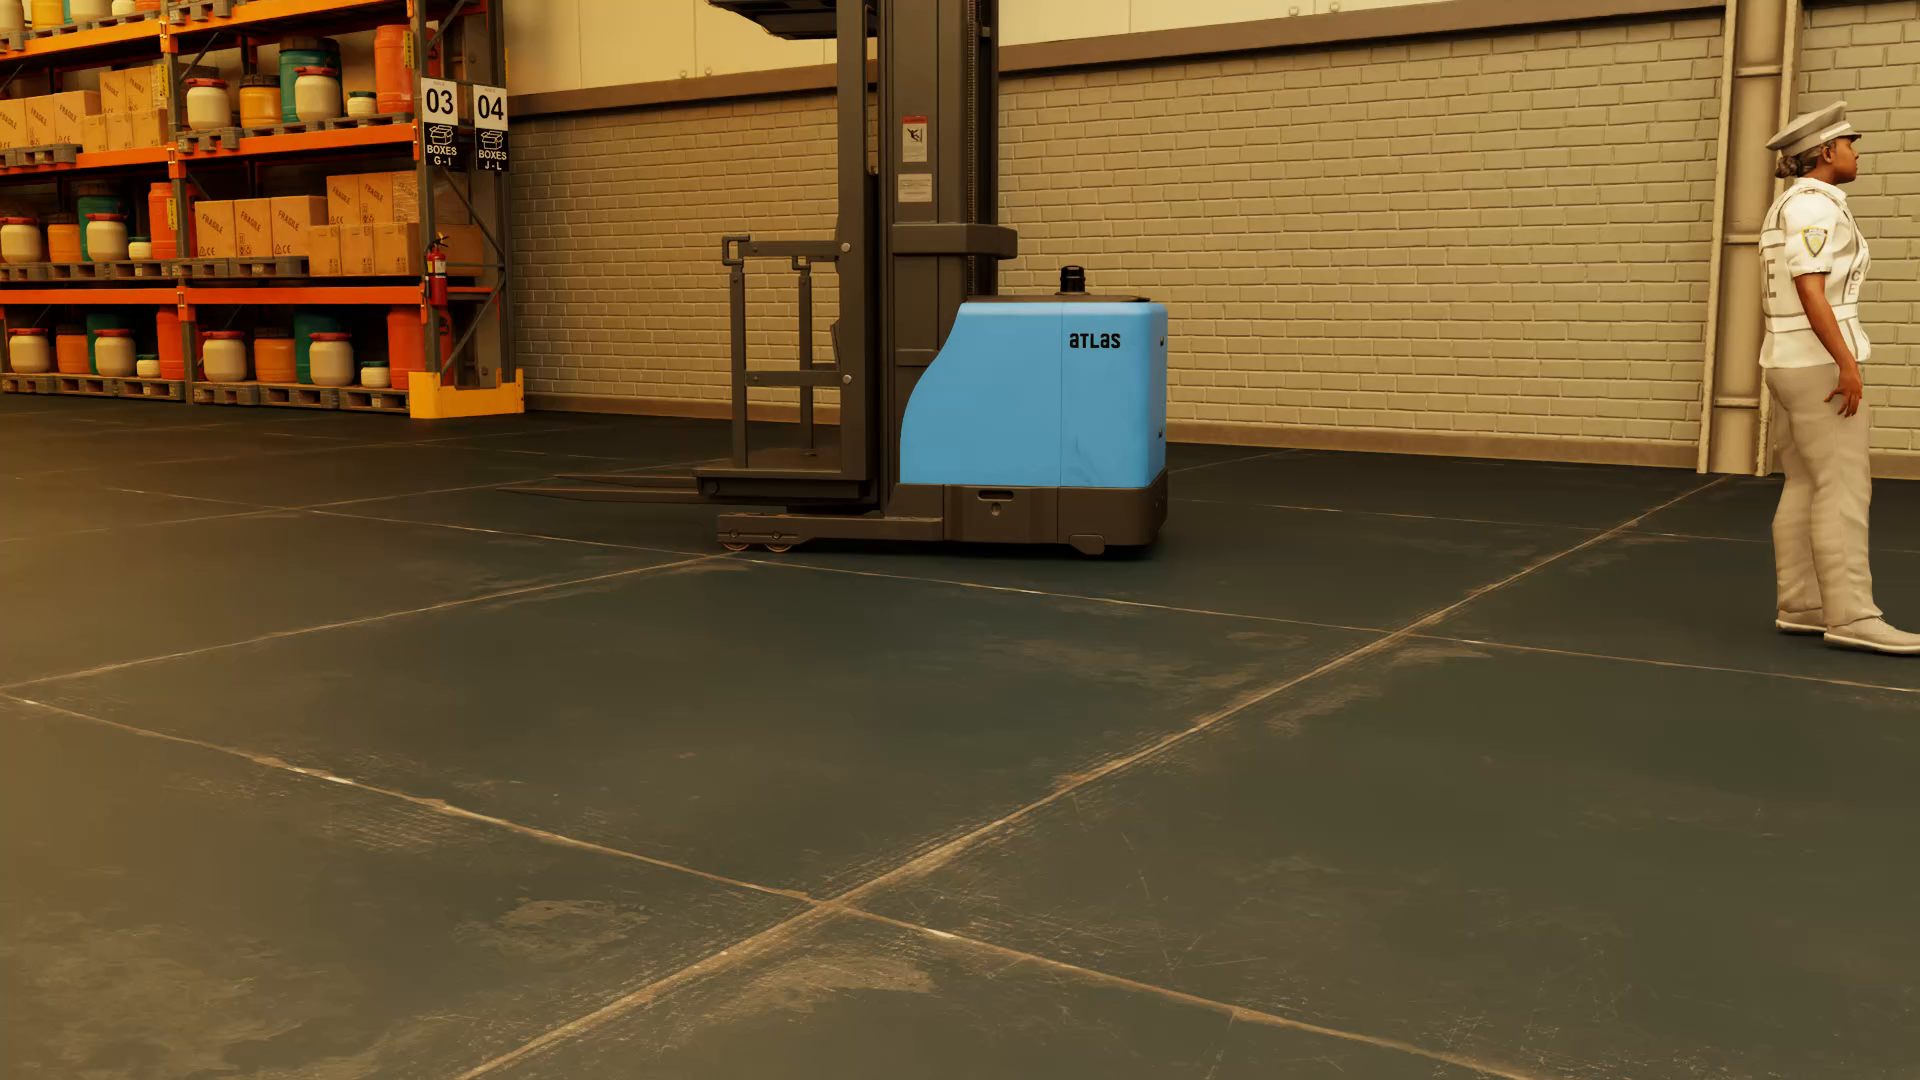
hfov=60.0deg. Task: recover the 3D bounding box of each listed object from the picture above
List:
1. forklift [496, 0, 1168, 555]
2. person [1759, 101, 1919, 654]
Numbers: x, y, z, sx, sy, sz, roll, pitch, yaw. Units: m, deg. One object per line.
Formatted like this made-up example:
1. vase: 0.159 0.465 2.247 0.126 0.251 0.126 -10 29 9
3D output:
1. forklift: -0.596 -1.469 7.520 3.031 2.935 1.130 2 8 12
2. person: 2.800 -0.533 5.276 0.529 1.697 0.570 3 9 18
